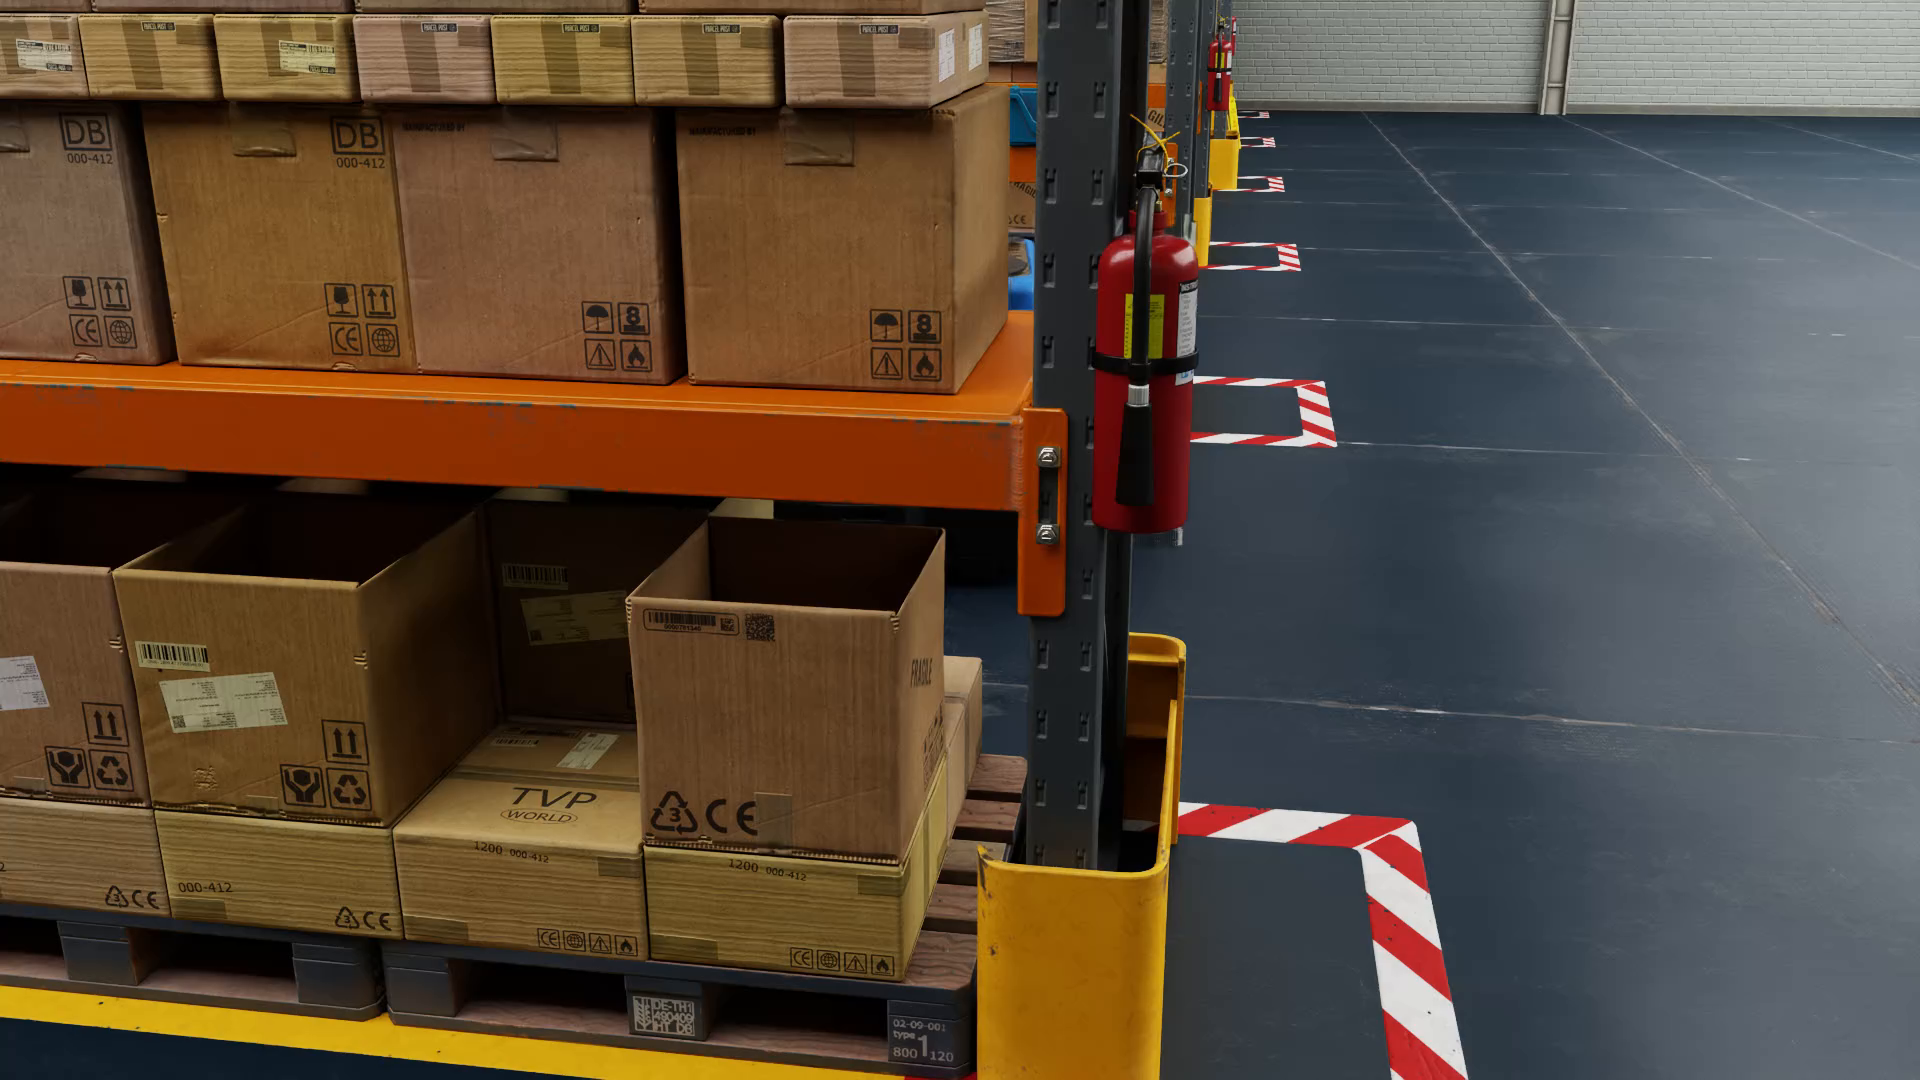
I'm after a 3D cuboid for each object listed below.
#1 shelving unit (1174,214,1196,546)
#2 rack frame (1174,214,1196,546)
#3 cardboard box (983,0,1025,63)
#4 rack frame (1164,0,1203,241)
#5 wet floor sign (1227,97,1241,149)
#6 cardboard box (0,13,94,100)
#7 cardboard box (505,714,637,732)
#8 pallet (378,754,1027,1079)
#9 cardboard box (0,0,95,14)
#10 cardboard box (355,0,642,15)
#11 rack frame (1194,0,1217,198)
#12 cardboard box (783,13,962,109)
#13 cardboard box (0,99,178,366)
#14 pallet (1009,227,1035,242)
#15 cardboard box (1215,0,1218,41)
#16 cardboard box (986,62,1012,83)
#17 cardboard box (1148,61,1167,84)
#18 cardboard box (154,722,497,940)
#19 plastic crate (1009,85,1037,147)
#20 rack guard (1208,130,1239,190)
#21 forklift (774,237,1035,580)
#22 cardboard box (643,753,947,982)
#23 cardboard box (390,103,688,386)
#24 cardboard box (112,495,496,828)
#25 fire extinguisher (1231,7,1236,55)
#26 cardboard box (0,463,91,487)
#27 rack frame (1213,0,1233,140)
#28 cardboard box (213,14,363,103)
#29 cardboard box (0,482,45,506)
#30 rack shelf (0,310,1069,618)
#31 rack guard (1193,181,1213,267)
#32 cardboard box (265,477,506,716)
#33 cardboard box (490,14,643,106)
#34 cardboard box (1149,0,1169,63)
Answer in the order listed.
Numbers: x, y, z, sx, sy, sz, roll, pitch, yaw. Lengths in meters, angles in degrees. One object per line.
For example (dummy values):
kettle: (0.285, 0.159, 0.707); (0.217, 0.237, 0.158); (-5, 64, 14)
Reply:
shelving unit: (0.583, -0.586, 6.163); (0.503, 1.200, 0.258); (0, 19, 1)
rack frame: (0.827, -0.585, 6.160); (0.015, 1.200, 0.240); (0, 19, 1)
cardboard box: (0.299, -3.896, 12.594); (0.500, 0.500, 0.875); (3, 19, 9)
rack frame: (1.051, -2.093, 7.832); (0.127, 3.000, 1.000); (3, 19, 9)
wet floor sign: (3.427, -5.288, 21.092); (0.232, 0.644, 0.267); (10, 21, 27)
cardboard box: (-1.677, -0.934, 3.186); (0.250, 0.149, 0.380); (3, 19, 8)
cardboard box: (-0.726, 0.442, 3.925); (0.500, 0.250, 0.500); (3, 19, 9)
pallet: (-0.500, 0.755, 3.713); (1.213, 0.211, 1.003); (3, 19, 9)
cardboard box: (-1.762, -1.310, 3.288); (0.500, 0.500, 0.700); (3, 19, 9)
cardboard box: (-0.769, -1.259, 3.137); (0.500, 0.500, 0.700); (2, 19, 7)
rack frame: (1.837, -3.645, 12.470); (0.127, 3.000, 1.000); (3, 19, 9)
cardboard box: (-0.145, -0.856, 2.955); (0.250, 0.149, 0.380); (3, 19, 8)
cardboard box: (-1.726, -0.694, 3.491); (0.500, 0.500, 0.700); (3, 19, 10)
pallet: (0.965, -2.378, 13.079); (1.213, 0.211, 1.003); (3, 19, 9)
cardboard box: (2.350, -5.269, 17.088); (0.550, 0.550, 0.875); (3, 19, 9)
cardboard box: (0.286, -3.533, 12.532); (0.250, 0.149, 0.380); (3, 19, 9)
cardboard box: (1.523, -3.476, 12.359); (0.250, 0.149, 0.380); (3, 19, 9)
cardboard box: (-1.304, 0.583, 3.506); (0.500, 0.250, 0.500); (3, 19, 9)
plastic crate: (0.510, -1.954, 7.651); (0.616, 0.251, 0.499); (3, 19, 9)
rack guard: (2.747, -4.007, 17.492); (0.348, 0.500, 1.175); (3, 19, 9)
forklift: (-1.198, -1.396, 5.855); (3.031, 2.935, 1.130); (0, 19, 1)
cardboard box: (-0.314, 0.629, 3.368); (0.500, 0.250, 0.500); (3, 19, 9)
cardboard box: (-0.716, -0.642, 3.336); (0.500, 0.500, 0.700); (3, 19, 10)
cardboard box: (-1.304, 0.228, 3.384); (0.500, 0.500, 0.500); (3, 19, 9)
fire extinguisher: (3.449, -6.563, 21.312); (0.183, 0.674, 0.296); (3, 19, 9)
cardboard box: (-2.209, 0.014, 4.024); (0.500, 0.500, 0.500); (3, 19, 9)
rack frame: (2.723, -5.194, 17.099); (0.127, 3.000, 1.000); (3, 19, 9)
cardboard box: (-1.164, -0.908, 3.111); (0.250, 0.149, 0.380); (4, 19, 10)
cardboard box: (-2.292, 0.178, 3.534); (0.500, 0.500, 0.500); (3, 19, 9)
rack shelf: (-1.713, -0.301, 3.610); (4.000, 0.370, 1.077); (3, 19, 9)
rack guard: (1.762, -2.463, 12.878); (0.348, 0.500, 1.175); (3, 19, 9)
cardboard box: (-1.222, 0.065, 3.871); (0.500, 0.500, 0.500); (3, 19, 9)
cardboard box: (-0.657, -0.882, 3.032); (0.250, 0.149, 0.380); (3, 19, 8)
cardboard box: (1.298, -3.870, 12.515); (0.500, 0.500, 0.875); (3, 19, 9)
